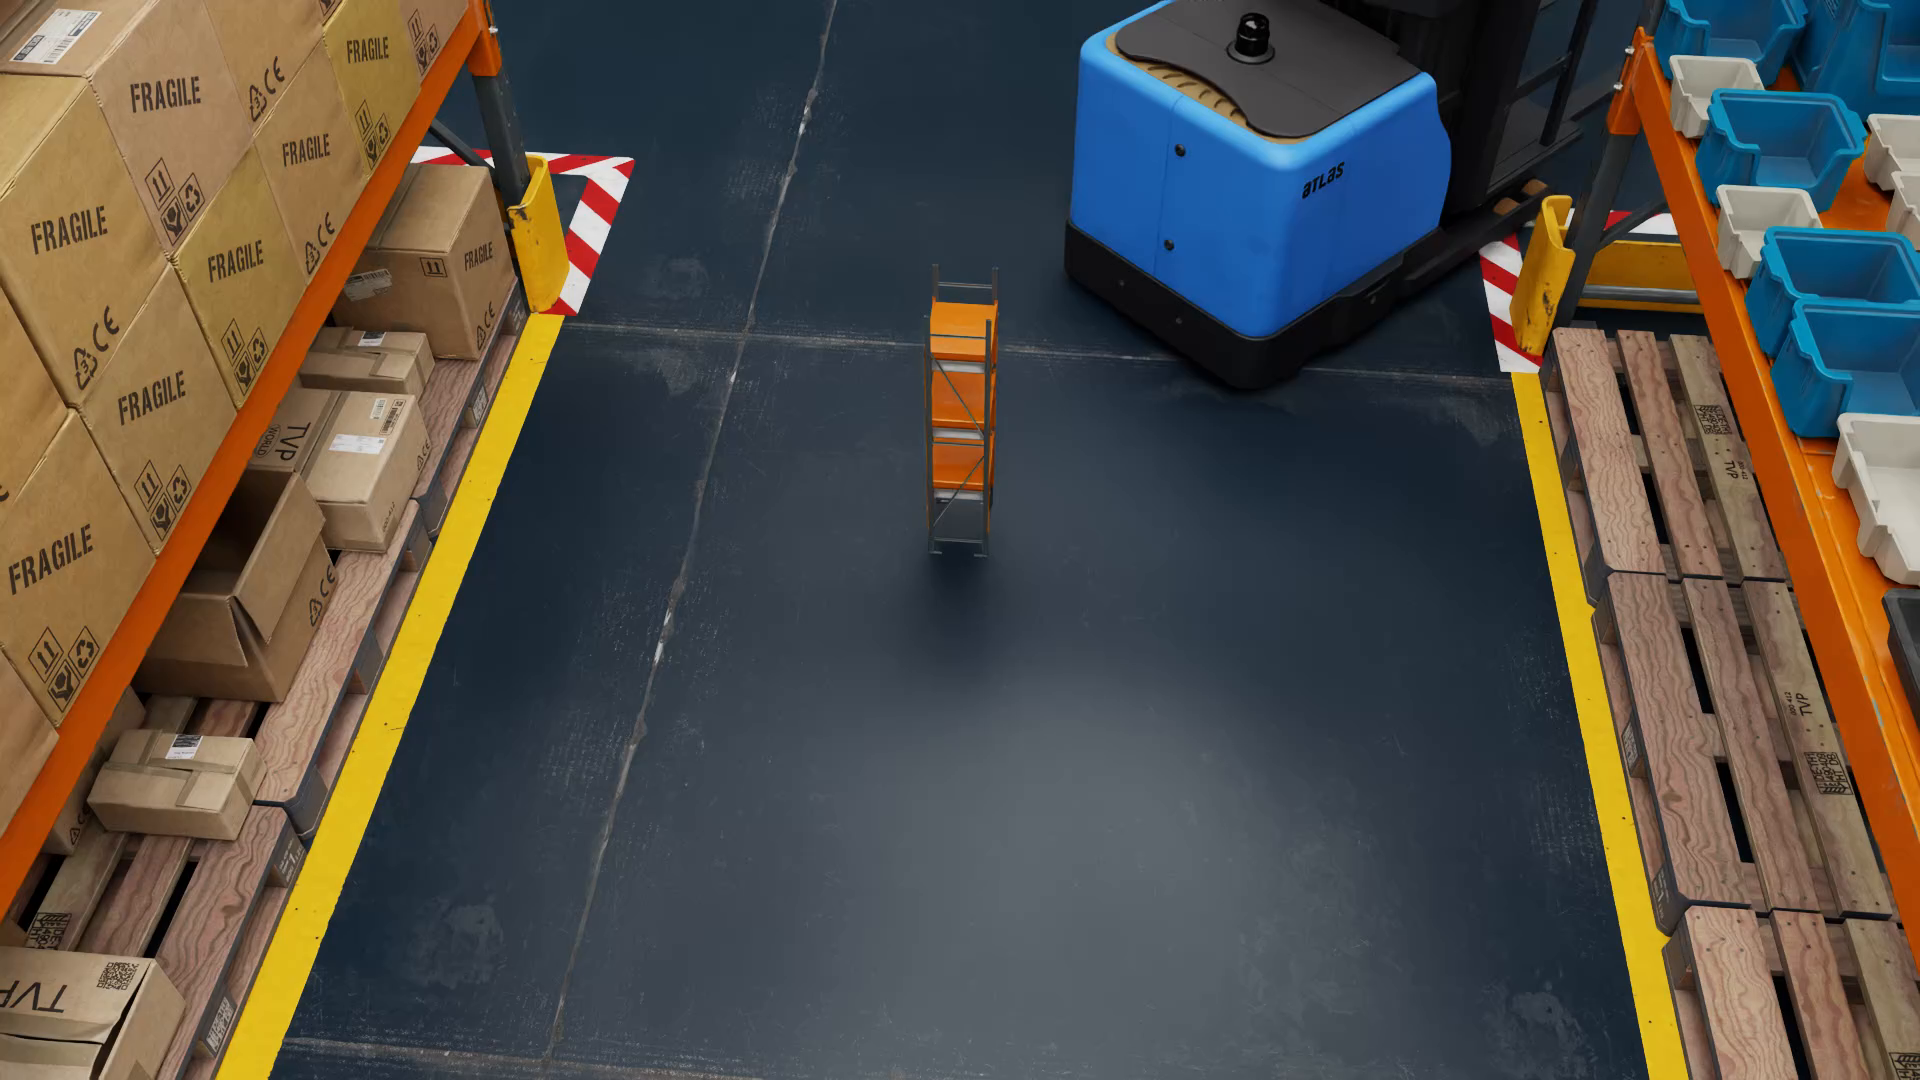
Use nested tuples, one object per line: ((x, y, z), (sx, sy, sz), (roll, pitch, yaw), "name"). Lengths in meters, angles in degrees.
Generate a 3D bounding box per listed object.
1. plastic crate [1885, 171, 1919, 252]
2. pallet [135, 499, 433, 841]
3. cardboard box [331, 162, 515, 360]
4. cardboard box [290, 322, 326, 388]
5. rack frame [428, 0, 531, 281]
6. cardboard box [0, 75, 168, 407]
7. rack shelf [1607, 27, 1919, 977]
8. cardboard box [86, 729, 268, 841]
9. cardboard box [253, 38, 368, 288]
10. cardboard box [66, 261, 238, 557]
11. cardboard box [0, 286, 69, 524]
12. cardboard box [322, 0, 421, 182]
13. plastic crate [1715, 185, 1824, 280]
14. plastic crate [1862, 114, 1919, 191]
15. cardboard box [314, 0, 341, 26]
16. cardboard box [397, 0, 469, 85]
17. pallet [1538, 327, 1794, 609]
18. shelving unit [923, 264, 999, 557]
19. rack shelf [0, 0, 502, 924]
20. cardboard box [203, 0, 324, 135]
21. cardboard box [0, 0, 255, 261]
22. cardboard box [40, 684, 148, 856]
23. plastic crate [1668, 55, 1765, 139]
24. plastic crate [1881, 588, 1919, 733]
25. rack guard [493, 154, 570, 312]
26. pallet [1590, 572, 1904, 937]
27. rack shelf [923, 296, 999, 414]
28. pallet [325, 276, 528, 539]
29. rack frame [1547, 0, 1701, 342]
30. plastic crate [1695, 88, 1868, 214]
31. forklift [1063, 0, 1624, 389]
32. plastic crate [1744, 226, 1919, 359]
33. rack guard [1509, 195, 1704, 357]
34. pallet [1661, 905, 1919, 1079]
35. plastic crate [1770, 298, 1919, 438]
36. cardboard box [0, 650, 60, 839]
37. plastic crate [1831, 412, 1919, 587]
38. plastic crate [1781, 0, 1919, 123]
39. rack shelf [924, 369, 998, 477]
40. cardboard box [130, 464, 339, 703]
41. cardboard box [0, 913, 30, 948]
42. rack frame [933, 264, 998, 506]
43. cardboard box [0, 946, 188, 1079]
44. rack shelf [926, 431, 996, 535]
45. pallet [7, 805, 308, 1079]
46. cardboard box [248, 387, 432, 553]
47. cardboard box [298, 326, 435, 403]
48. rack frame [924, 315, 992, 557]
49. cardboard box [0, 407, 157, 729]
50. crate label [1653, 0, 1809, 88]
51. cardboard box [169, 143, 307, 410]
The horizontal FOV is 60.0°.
((2.826, -0.901, 4.680), (0.396, 0.136, 0.243), (4, 48, 4), "plastic crate")
((-2.364, 0.348, 5.289), (1.003, 0.211, 1.213), (4, 48, 4), "pallet")
((-1.976, -1.018, 6.044), (0.500, 0.500, 0.500), (4, 48, 4), "cardboard box")
((-2.549, -0.602, 5.833), (0.500, 0.250, 0.500), (4, 48, 4), "cardboard box")
((-2.172, -2.129, 5.665), (1.000, 3.000, 0.127), (4, 48, 4), "rack frame")
((-2.119, -0.645, 3.562), (0.500, 0.500, 0.500), (3, 48, 2), "cardboard box")
((2.579, -0.081, 4.279), (1.077, 0.370, 4.000), (4, 48, 4), "rack shelf")
((-2.213, 0.687, 4.710), (0.380, 0.166, 0.250), (4, 48, 4), "cardboard box")
((-2.036, -1.068, 4.626), (0.500, 0.500, 0.500), (4, 48, 4), "cardboard box")
((-2.127, -0.324, 3.946), (0.500, 0.500, 0.500), (4, 48, 3), "cardboard box")
((-2.166, -0.268, 3.217), (0.500, 0.500, 0.500), (3, 48, 2), "cardboard box")
((-1.985, -1.434, 4.961), (0.500, 0.500, 0.500), (4, 48, 4), "cardboard box")
((2.237, -0.837, 4.621), (0.250, 0.136, 0.298), (4, 48, 4), "plastic crate")
((2.867, -1.113, 4.874), (0.396, 0.136, 0.243), (4, 48, 4), "plastic crate")
((-1.983, -1.784, 4.603), (0.500, 0.500, 0.500), (5, 48, 5), "cardboard box")
((-1.941, -1.816, 5.310), (0.500, 0.500, 0.500), (5, 48, 5), "cardboard box")
((2.647, -0.249, 5.835), (1.003, 0.211, 1.213), (4, 48, 4), "pallet")
((0.005, -0.394, 5.399), (0.215, 1.050, 0.252), (4, 48, 4), "shelving unit")
((-2.354, -0.417, 4.586), (1.077, 0.370, 4.000), (4, 48, 4), "rack shelf")
((-2.026, -1.402, 4.255), (0.500, 0.500, 0.500), (5, 48, 5), "cardboard box")
((-2.073, -1.025, 3.909), (0.500, 0.500, 0.500), (5, 48, 5), "cardboard box")
((-2.698, 0.580, 4.711), (0.500, 0.311, 0.500), (4, 48, 4), "cardboard box")
((2.299, -1.335, 5.077), (0.250, 0.136, 0.298), (4, 48, 4), "plastic crate")
((2.231, 0.378, 3.517), (0.437, 0.125, 0.590), (4, 48, 4), "plastic crate")
((-2.178, -1.230, 6.536), (1.175, 0.500, 0.348), (4, 48, 4), "rack guard")
((2.533, 0.645, 5.017), (1.003, 0.211, 1.213), (4, 48, 4), "pallet")
((0.005, -0.578, 5.197), (0.215, 0.259, 0.240), (4, 48, 4), "rack shelf")
((-2.250, -0.546, 6.107), (1.003, 0.211, 1.213), (4, 48, 4), "pallet")
((2.761, -1.794, 5.358), (1.000, 3.000, 0.127), (4, 48, 4), "rack frame")
((2.351, -1.114, 4.809), (0.416, 0.233, 0.300), (4, 48, 4), "plastic crate")
((1.851, -2.497, 6.047), (3.031, 2.935, 1.130), (-33, 56, -27), "forklift")
((2.291, -0.630, 4.367), (0.416, 0.233, 0.300), (4, 48, 4), "plastic crate")
((2.750, -0.968, 6.297), (1.175, 0.500, 0.348), (4, 48, 4), "rack guard")
((2.425, 1.544, 4.195), (1.003, 0.211, 1.213), (4, 48, 4), "pallet")
((2.263, -0.410, 4.165), (0.416, 0.233, 0.300), (4, 48, 4), "plastic crate")
((-2.218, 0.420, 3.265), (0.500, 0.500, 0.500), (5, 48, 5), "cardboard box")
((2.256, -0.085, 3.933), (0.293, 0.136, 0.466), (4, 48, 4), "plastic crate")
((2.916, -1.567, 5.086), (0.616, 0.435, 0.499), (4, 48, 4), "plastic crate")
((0.005, -0.386, 5.406), (0.215, 0.259, 0.240), (4, 48, 4), "rack shelf")
((-2.370, 0.123, 4.998), (0.797, 0.503, 0.637), (4, 48, 4), "cardboard box")
((-2.767, 1.067, 4.137), (0.500, 0.500, 0.500), (4, 48, 4), "cardboard box")
((0.016, -0.483, 5.481), (0.200, 1.050, 0.008), (4, 48, 4), "rack frame")
((-2.282, 1.275, 4.075), (0.500, 0.311, 0.500), (4, 48, 4), "cardboard box")
((0.005, -0.199, 5.611), (0.215, 0.259, 0.240), (4, 48, 4), "rack shelf")
((-2.472, 1.246, 4.467), (1.003, 0.211, 1.213), (4, 48, 4), "pallet")
((-2.092, -0.238, 5.500), (0.500, 0.250, 0.500), (4, 48, 4), "cardboard box")
((-2.102, -0.614, 5.901), (0.380, 0.166, 0.250), (4, 48, 4), "cardboard box")
((-0.006, -0.304, 5.317), (0.200, 1.050, 0.008), (4, 48, 4), "rack frame")
((-2.175, 0.043, 3.610), (0.500, 0.500, 0.500), (5, 48, 4), "cardboard box")
((2.411, -1.598, 5.252), (0.416, 0.233, 0.303), (4, 48, 4), "crate label")
((-2.082, -0.698, 4.288), (0.500, 0.500, 0.500), (3, 48, 3), "cardboard box")
